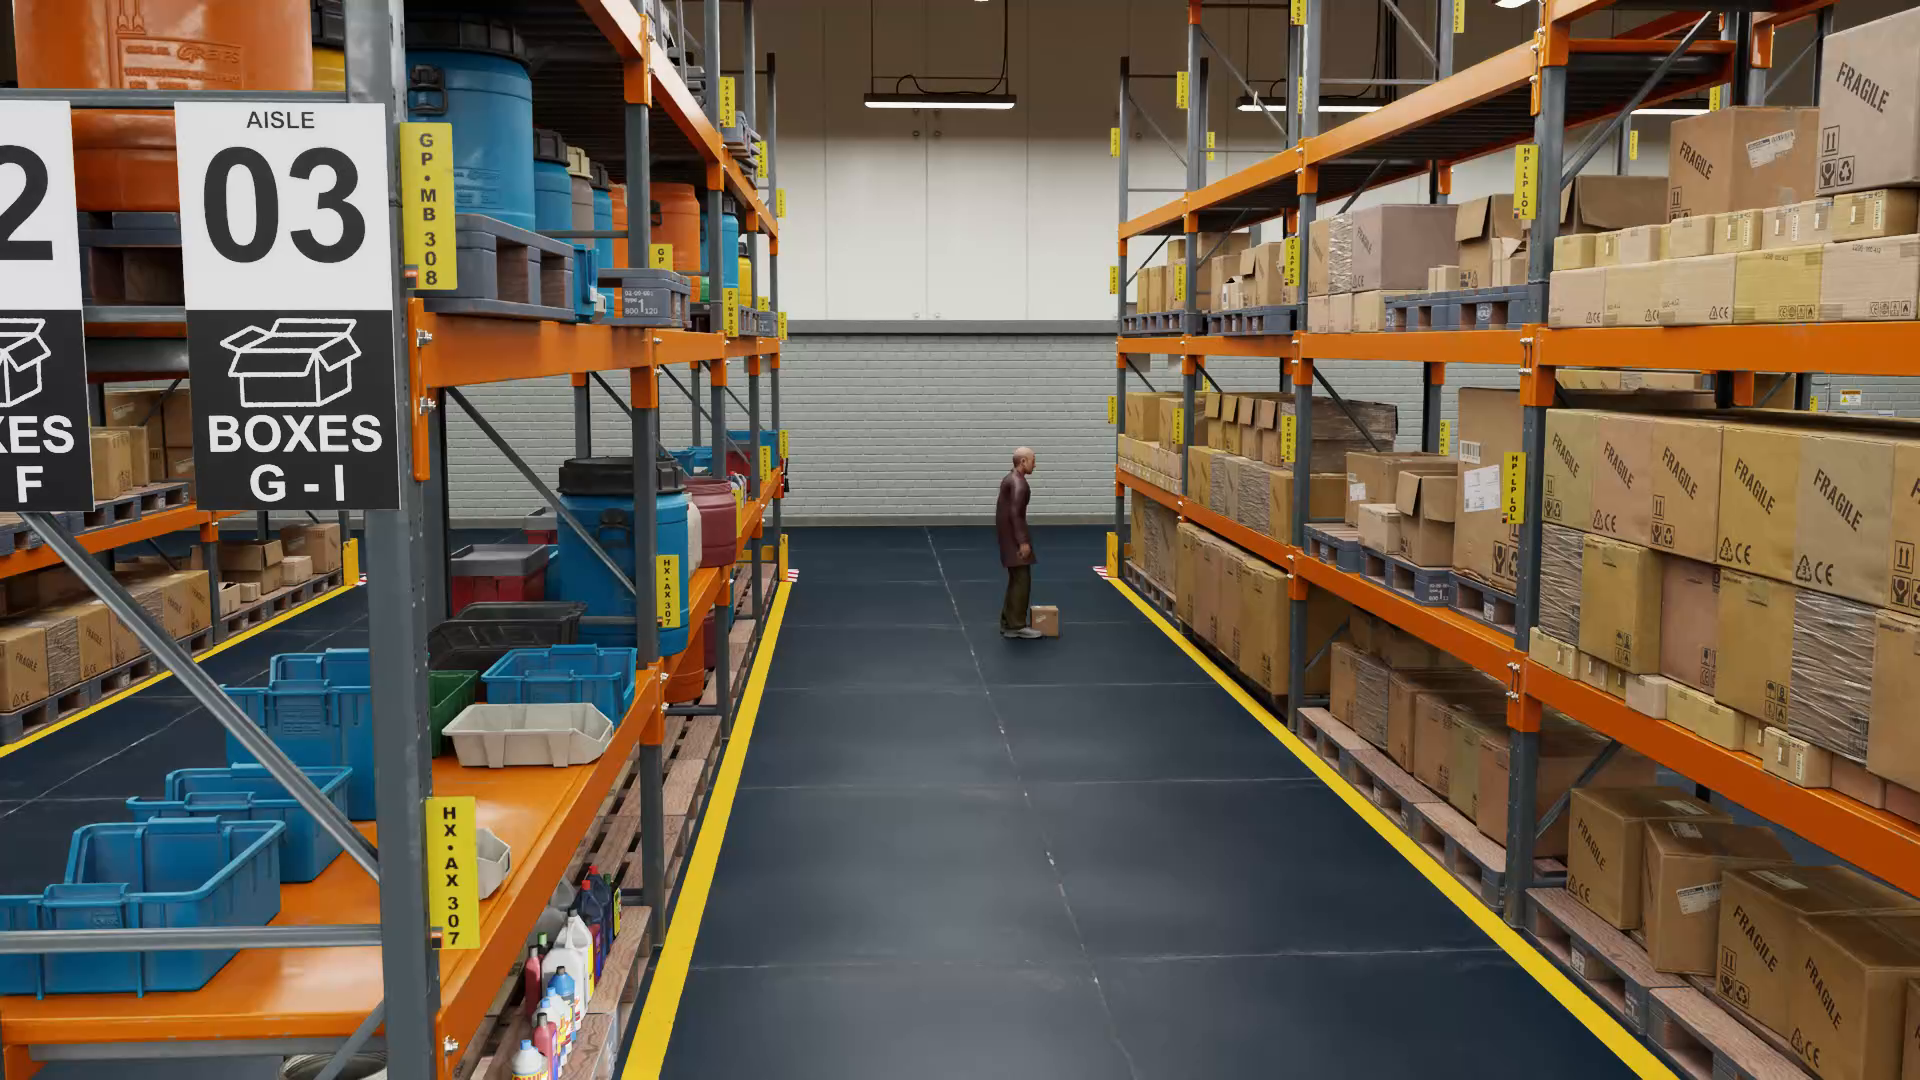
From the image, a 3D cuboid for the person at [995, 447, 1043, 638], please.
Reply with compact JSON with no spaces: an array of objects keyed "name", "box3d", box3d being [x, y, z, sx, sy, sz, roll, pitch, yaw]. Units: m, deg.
[{"name":"person","box3d":[0.550,0.014,15.684,0.428,1.773,0.641,0,7,-4]}]
